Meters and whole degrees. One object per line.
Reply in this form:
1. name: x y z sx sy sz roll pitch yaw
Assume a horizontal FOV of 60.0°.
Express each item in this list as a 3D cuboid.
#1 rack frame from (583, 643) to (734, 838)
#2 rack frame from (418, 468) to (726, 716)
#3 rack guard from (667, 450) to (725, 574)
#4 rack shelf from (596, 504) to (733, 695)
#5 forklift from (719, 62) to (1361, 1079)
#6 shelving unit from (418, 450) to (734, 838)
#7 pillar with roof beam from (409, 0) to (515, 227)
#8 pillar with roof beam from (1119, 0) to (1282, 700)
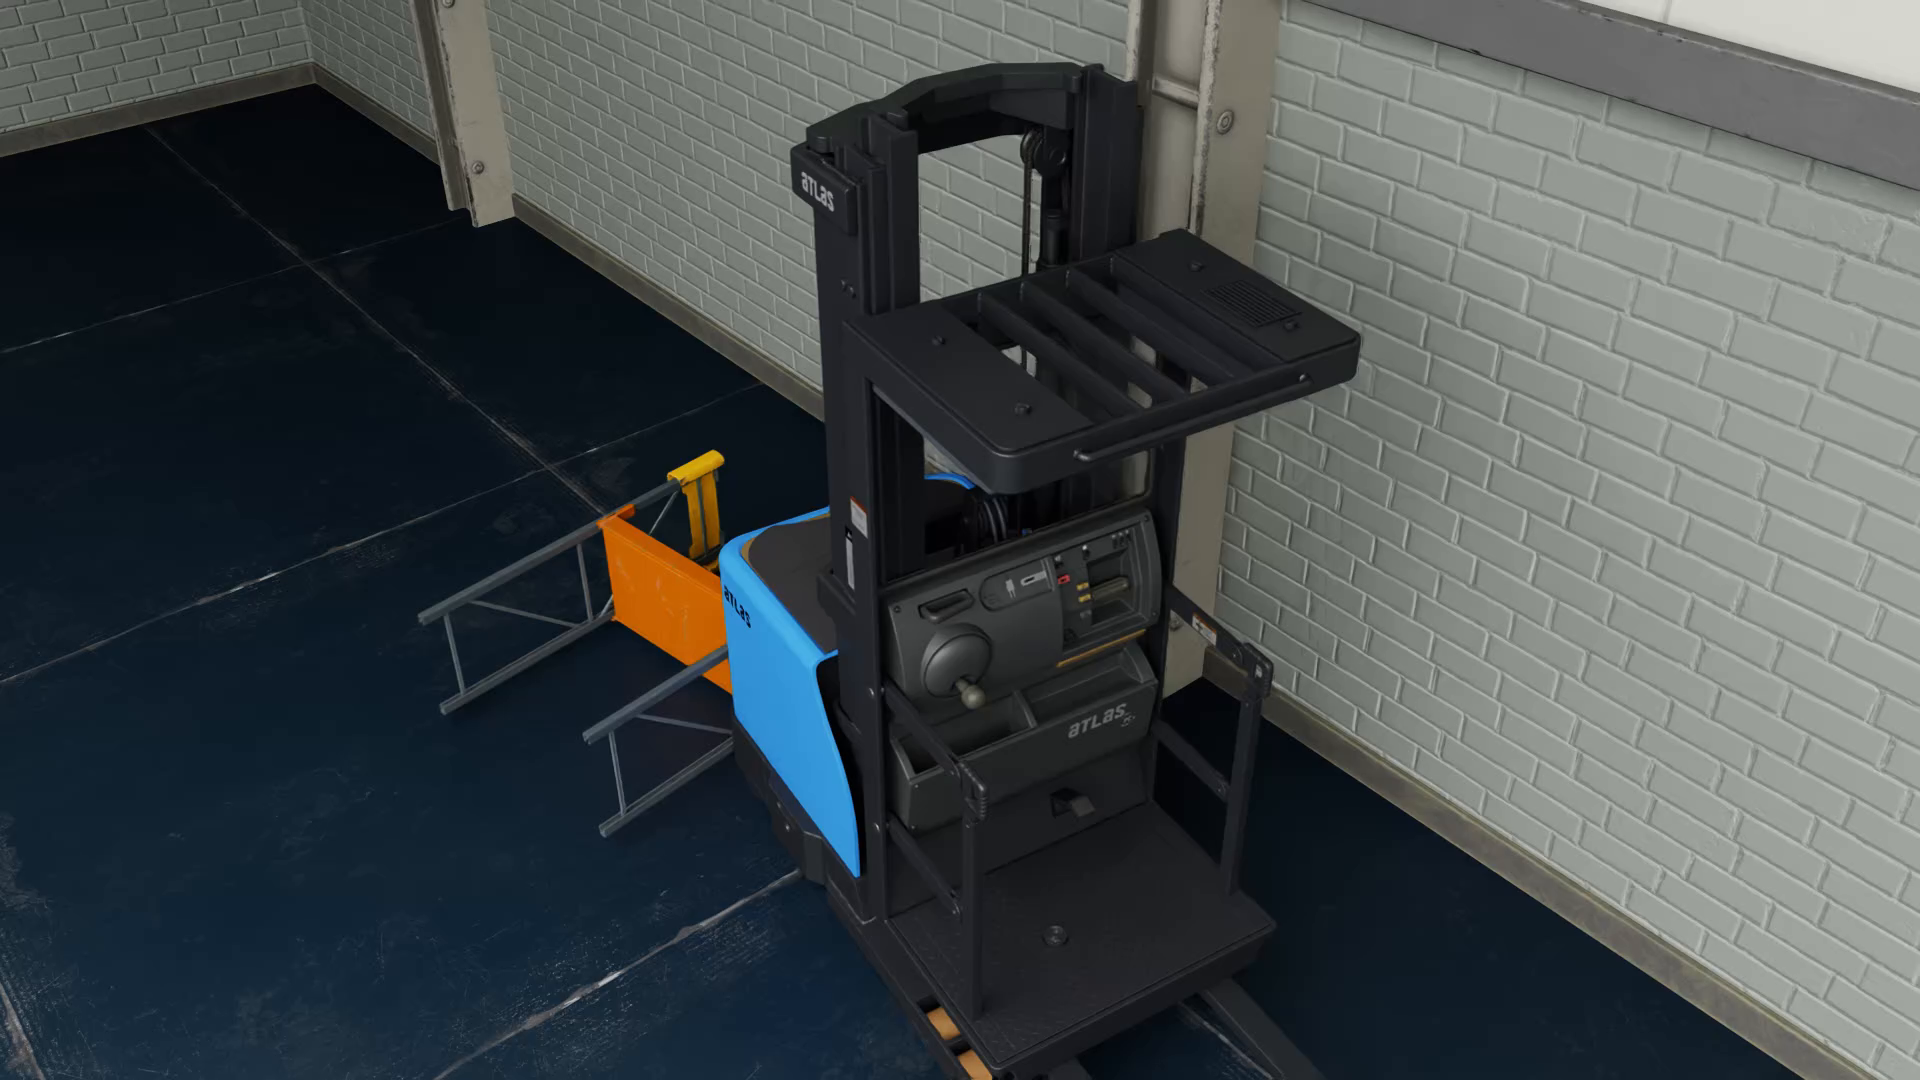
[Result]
1. rack frame: -0.813 0.561 6.427 0.032 0.500 1.500 27 43 33
2. rack frame: -1.572 0.170 6.979 0.032 0.500 1.500 27 43 33
3. rack guard: -1.142 -0.092 7.349 0.087 0.587 0.250 27 43 33
4. rack shelf: -1.073 0.288 6.812 1.000 0.538 0.185 27 43 33
5. forklift: 0.322 0.269 4.835 1.130 2.935 3.031 -19 40 -25
6. shelving unit: -1.186 0.369 6.698 1.083 0.587 1.500 27 43 33
7. pillar with roof beam: -6.368 -4.192 5.883 9.100 9.000 0.400 -26 43 -32
8. pillar with roof beam: -2.496 -1.543 2.143 9.100 9.000 0.400 -26 43 -32
